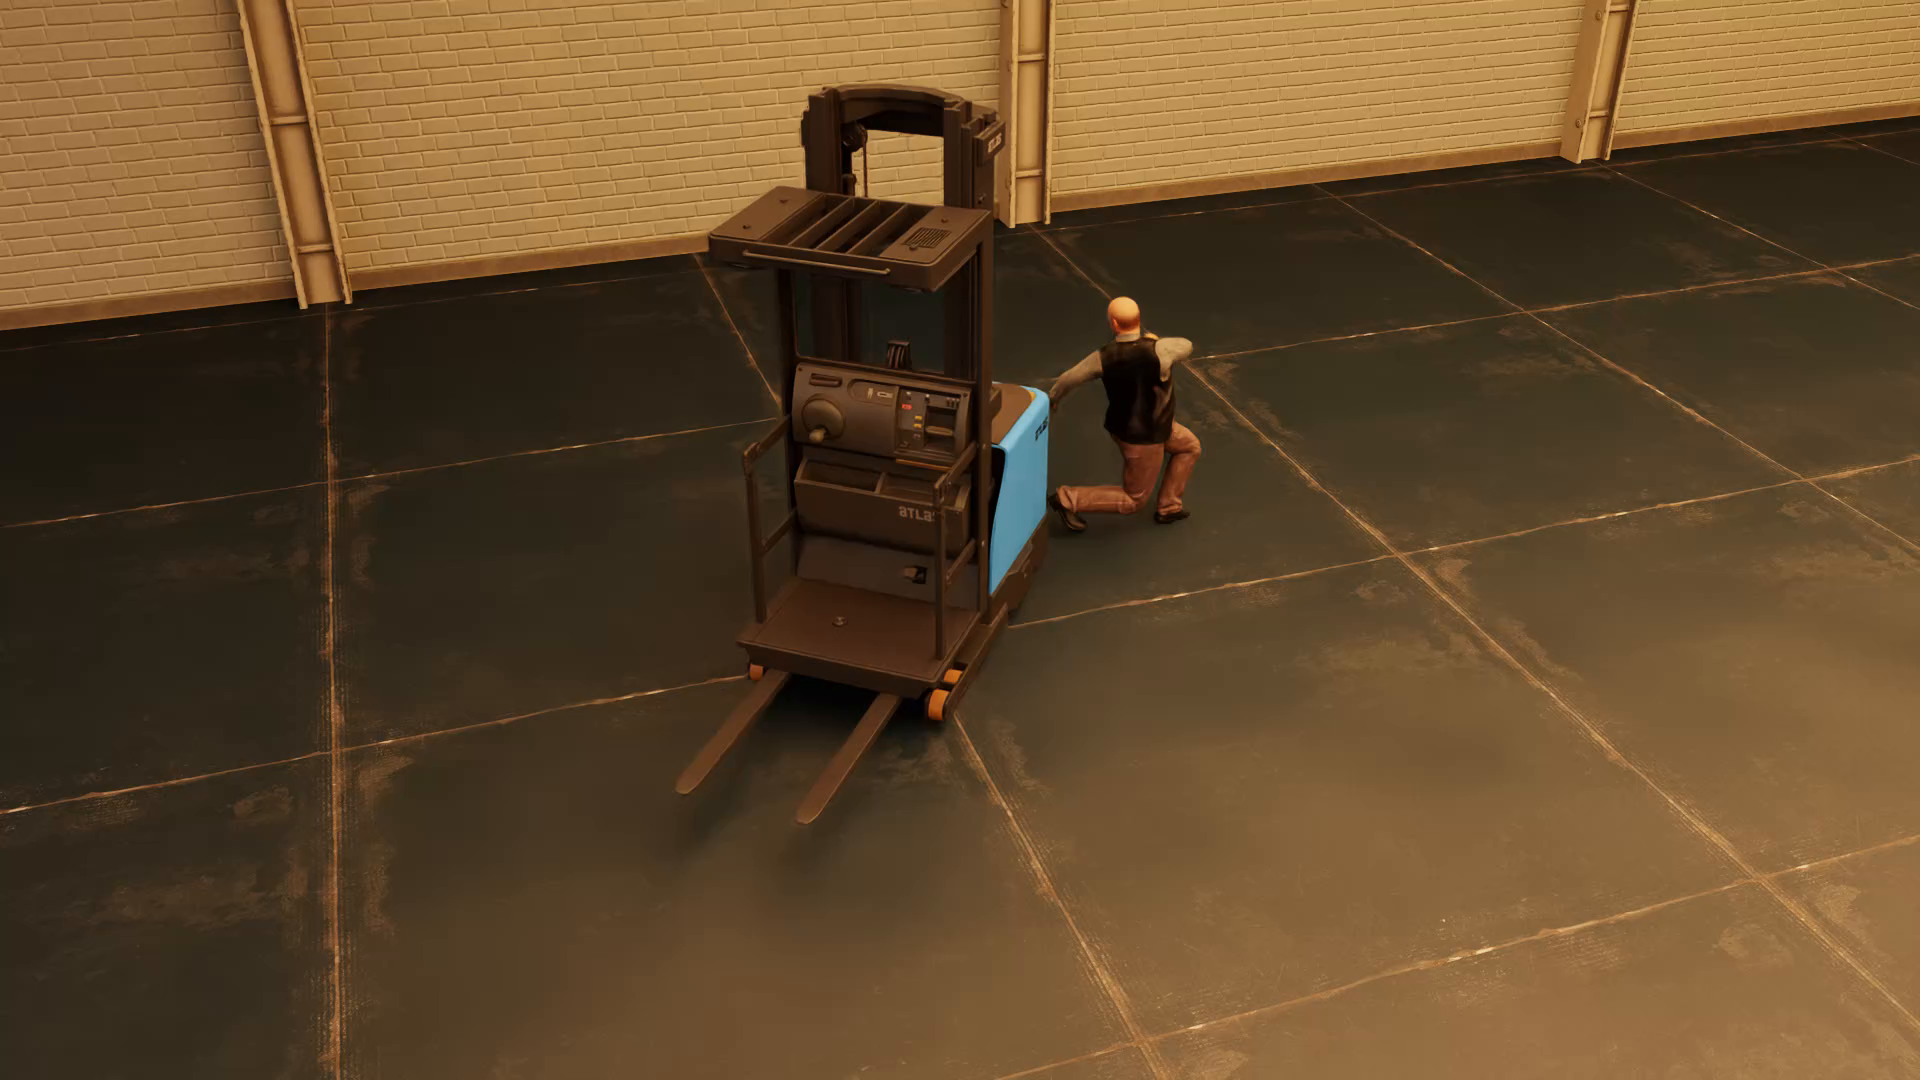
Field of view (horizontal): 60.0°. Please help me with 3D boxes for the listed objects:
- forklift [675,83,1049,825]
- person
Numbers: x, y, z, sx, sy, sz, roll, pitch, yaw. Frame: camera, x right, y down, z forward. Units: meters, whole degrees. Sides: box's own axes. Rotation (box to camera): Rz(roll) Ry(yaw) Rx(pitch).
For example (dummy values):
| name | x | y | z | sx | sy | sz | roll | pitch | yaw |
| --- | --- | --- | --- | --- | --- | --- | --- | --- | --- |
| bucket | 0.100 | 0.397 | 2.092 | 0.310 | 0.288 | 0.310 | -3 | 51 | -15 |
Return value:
| name | x | y | z | sx | sy | sz | roll | pitch | yaw |
| --- | --- | --- | --- | --- | --- | --- | --- | --- | --- |
| forklift | -0.469 | -0.581 | 8.096 | 1.130 | 2.935 | 3.031 | 10 | 32 | 17 |
| person | 0.972 | -0.746 | 9.922 | 0.956 | 1.489 | 0.730 | -13 | 32 | -21 |
